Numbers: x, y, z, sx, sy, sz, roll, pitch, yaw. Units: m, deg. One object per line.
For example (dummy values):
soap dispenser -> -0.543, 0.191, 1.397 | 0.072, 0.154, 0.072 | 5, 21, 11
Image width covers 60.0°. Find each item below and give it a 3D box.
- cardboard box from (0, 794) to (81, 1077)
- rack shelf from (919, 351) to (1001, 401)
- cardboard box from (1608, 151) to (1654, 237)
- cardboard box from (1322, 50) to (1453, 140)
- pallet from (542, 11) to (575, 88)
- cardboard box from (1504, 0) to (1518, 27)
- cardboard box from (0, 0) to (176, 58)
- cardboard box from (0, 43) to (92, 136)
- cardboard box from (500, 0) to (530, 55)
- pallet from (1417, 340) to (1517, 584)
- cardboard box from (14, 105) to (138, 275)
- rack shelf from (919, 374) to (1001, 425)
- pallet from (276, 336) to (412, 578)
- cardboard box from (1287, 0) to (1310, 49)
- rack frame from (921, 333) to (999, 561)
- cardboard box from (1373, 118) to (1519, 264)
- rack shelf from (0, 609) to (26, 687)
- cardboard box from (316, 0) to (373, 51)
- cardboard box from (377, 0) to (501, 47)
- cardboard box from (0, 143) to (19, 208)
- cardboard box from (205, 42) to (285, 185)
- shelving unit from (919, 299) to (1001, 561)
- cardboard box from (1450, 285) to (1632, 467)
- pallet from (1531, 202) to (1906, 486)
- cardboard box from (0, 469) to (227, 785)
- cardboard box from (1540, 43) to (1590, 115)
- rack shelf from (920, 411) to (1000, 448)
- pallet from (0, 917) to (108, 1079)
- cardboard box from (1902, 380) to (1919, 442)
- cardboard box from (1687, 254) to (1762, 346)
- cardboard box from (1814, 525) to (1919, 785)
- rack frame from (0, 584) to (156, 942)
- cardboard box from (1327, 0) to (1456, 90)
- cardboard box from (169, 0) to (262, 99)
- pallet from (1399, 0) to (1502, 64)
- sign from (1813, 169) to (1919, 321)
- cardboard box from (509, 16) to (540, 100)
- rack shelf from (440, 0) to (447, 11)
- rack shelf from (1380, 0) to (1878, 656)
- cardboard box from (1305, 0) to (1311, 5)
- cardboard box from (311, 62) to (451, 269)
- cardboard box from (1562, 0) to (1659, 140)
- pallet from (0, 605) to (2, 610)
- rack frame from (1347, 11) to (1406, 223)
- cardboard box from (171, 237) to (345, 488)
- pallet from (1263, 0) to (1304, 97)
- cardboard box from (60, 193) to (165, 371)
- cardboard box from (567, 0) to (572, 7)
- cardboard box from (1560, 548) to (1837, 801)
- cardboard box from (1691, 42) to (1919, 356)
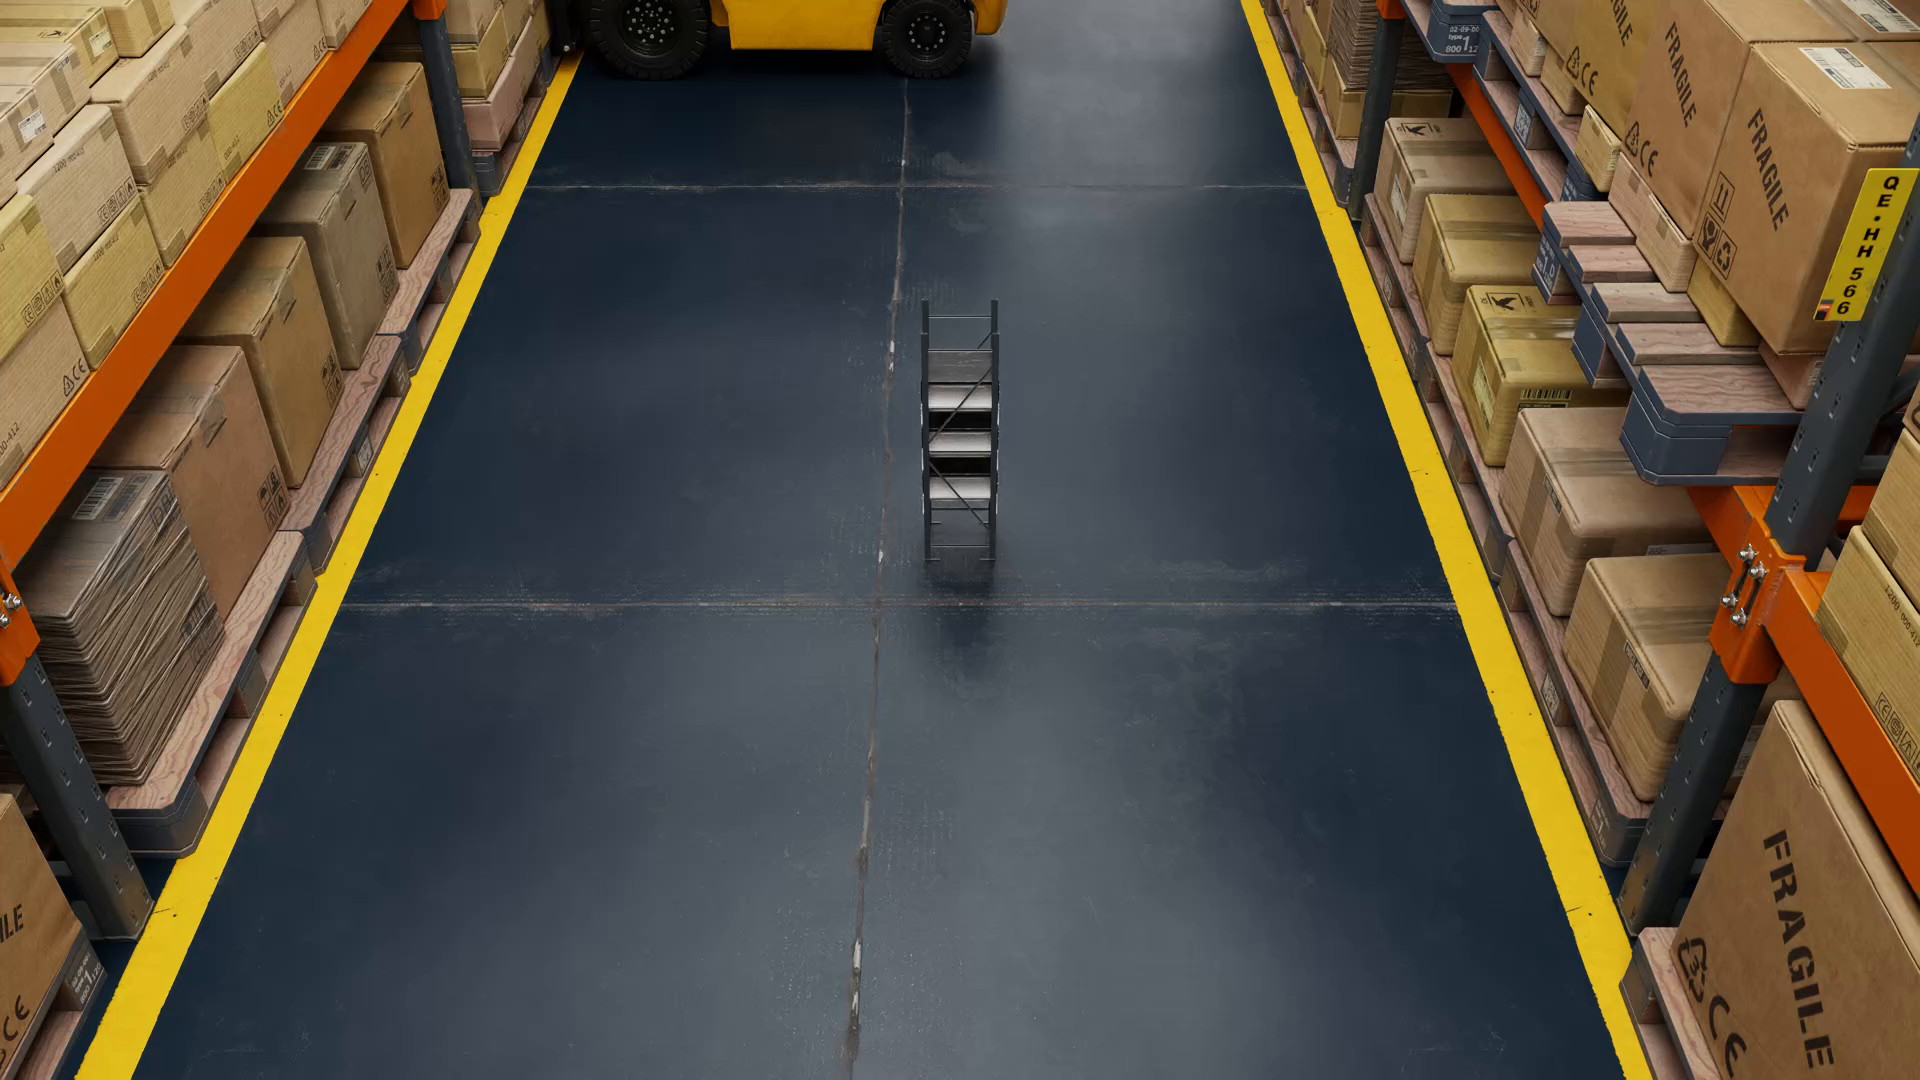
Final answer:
cardboard box -> -2.467, 0.935, 3.848 | 0.500, 0.500, 0.500 | 1, 39, 1
rack shelf -> 0.000, -0.531, 5.314 | 0.258, 0.077, 0.200 | 0, 39, 0
cardboard box -> 1.935, -0.900, 4.340 | 0.380, 0.149, 0.250 | -2, 39, -2
cardboard box -> 2.007, -2.109, 7.846 | 0.500, 0.250, 0.500 | 2, 39, 2
pallet -> -2.650, -2.817, 9.096 | 1.003, 0.211, 1.213 | 0, 39, 0
cardboard box -> 1.986, -1.720, 5.362 | 0.380, 0.149, 0.250 | 0, 39, 0
cardboard box -> -2.400, -1.440, 4.549 | 0.380, 0.149, 0.250 | 1, 39, 1
cardboard box -> -2.429, -1.124, 4.155 | 0.380, 0.149, 0.250 | 0, 39, 0
cardboard box -> -2.382, -2.546, 7.992 | 0.500, 0.250, 0.500 | 0, 39, 0
pallet -> 2.283, -0.309, 5.966 | 1.003, 0.211, 1.213 | 0, 39, 0
cardboard box -> -2.438, -0.868, 4.155 | 0.500, 0.250, 0.500 | 1, 39, 1
rack shelf -> 0.000, -0.461, 5.371 | 0.258, 0.077, 0.200 | 0, 39, 0
pallet -> -2.643, -0.329, 5.992 | 1.003, 0.211, 1.213 | 0, 39, 0
cardboard box -> 2.001, -2.760, 8.658 | 0.500, 0.250, 0.500 | 1, 39, 1
rack frame -> 0.000, -0.282, 5.383 | 0.240, 0.900, 0.006 | 0, 39, 0
cardboard box -> 2.280, -1.459, 6.937 | 0.950, 0.372, 0.625 | 0, 39, 1
rack shelf -> -2.680, 1.390, 2.192 | 1.077, 0.370, 4.000 | 0, 39, 0
cardboard box -> -2.419, -1.955, 5.910 | 0.500, 0.250, 0.500 | 0, 39, 0
cardboard box -> -2.374, -2.426, 7.442 | 0.500, 0.250, 0.500 | -1, 39, -1
cardboard box -> -2.390, -0.800, 3.751 | 0.380, 0.149, 0.250 | 1, 39, 1
cardboard box -> -2.441, -1.321, 5.120 | 0.500, 0.250, 0.500 | 1, 39, 1
shelving unit -> 0.000, -0.346, 5.462 | 0.258, 0.900, 0.210 | 0, 39, 0
cardboard box -> 2.286, -0.574, 5.834 | 0.950, 0.372, 0.625 | 1, 39, 1
pallet -> 2.174, -0.518, 4.151 | 1.213, 0.211, 1.003 | 0, 39, 0
cardboard box -> -2.670, 0.232, 4.625 | 0.875, 0.625, 0.625 | 1, 39, 1
cardboard box -> 1.965, -1.387, 4.947 | 0.380, 0.149, 0.250 | -1, 39, -1
rack shelf -> 0.000, -0.390, 5.427 | 0.258, 0.077, 0.200 | 0, 39, 0
pallet -> -2.719, 1.414, 3.817 | 1.003, 0.211, 1.213 | 0, 39, 0
cardboard box -> 2.037, -0.268, 2.806 | 0.500, 0.500, 0.500 | -1, 39, -2
cardboard box -> 1.973, -0.585, 3.947 | 0.380, 0.149, 0.250 | 1, 39, 1
cardboard box -> 2.030, 0.218, 3.200 | 0.500, 0.250, 0.500 | -1, 39, -1
rack frame -> -2.683, -0.141, 3.527 | 1.000, 3.000, 0.127 | 0, 39, 0
cardboard box -> 2.008, -2.402, 7.612 | 0.500, 0.500, 0.500 | -1, 39, -1
cardboard box -> -2.447, -1.515, 4.962 | 0.500, 0.250, 0.500 | 0, 39, 1
pallet -> 2.132, -2.096, 6.120 | 1.003, 0.211, 1.213 | 0, 39, 0
sign -> 1.739, -0.562, 3.190 | 0.100, 0.325, 0.005 | 0, 39, 0
cardboard box -> -2.373, -2.354, 8.151 | 0.500, 0.250, 0.500 | -1, 39, -1
rack shelf -> -2.689, -3.612, 8.434 | 1.077, 0.370, 4.000 | 0, 39, 0
rack shelf -> 2.279, -1.117, 5.320 | 1.077, 0.370, 4.000 | 0, 39, 0
cardboard box -> 2.003, -3.039, 8.407 | 0.500, 0.500, 0.500 | 2, 39, 2
cardboard box -> -2.675, -1.553, 6.853 | 0.875, 0.625, 0.625 | 2, 39, 2
cardboard box -> 1.989, -1.389, 4.431 | 0.500, 0.500, 0.500 | -3, 39, -3
pallet -> -2.612, 0.358, 3.059 | 1.213, 0.211, 1.003 | 0, 39, 0
rack frame -> 2.277, -2.648, 6.656 | 1.000, 3.000, 0.127 | 0, 39, 0
cardboard box -> -2.679, -0.598, 5.661 | 0.875, 0.625, 0.625 | -2, 39, -2
pallet -> 2.236, -2.745, 9.007 | 1.003, 0.211, 1.213 | 0, 39, 0
cardboard box -> -2.434, -0.675, 4.313 | 0.500, 0.250, 0.500 | -1, 39, -1
cardboard box -> -2.370, -2.993, 8.949 | 0.500, 0.250, 0.500 | 1, 39, 1
cardboard box -> 2.291, 0.361, 4.666 | 0.950, 0.372, 0.625 | -2, 39, -3
cardboard box -> 2.003, -0.750, 3.634 | 0.500, 0.500, 0.500 | -1, 39, -1
